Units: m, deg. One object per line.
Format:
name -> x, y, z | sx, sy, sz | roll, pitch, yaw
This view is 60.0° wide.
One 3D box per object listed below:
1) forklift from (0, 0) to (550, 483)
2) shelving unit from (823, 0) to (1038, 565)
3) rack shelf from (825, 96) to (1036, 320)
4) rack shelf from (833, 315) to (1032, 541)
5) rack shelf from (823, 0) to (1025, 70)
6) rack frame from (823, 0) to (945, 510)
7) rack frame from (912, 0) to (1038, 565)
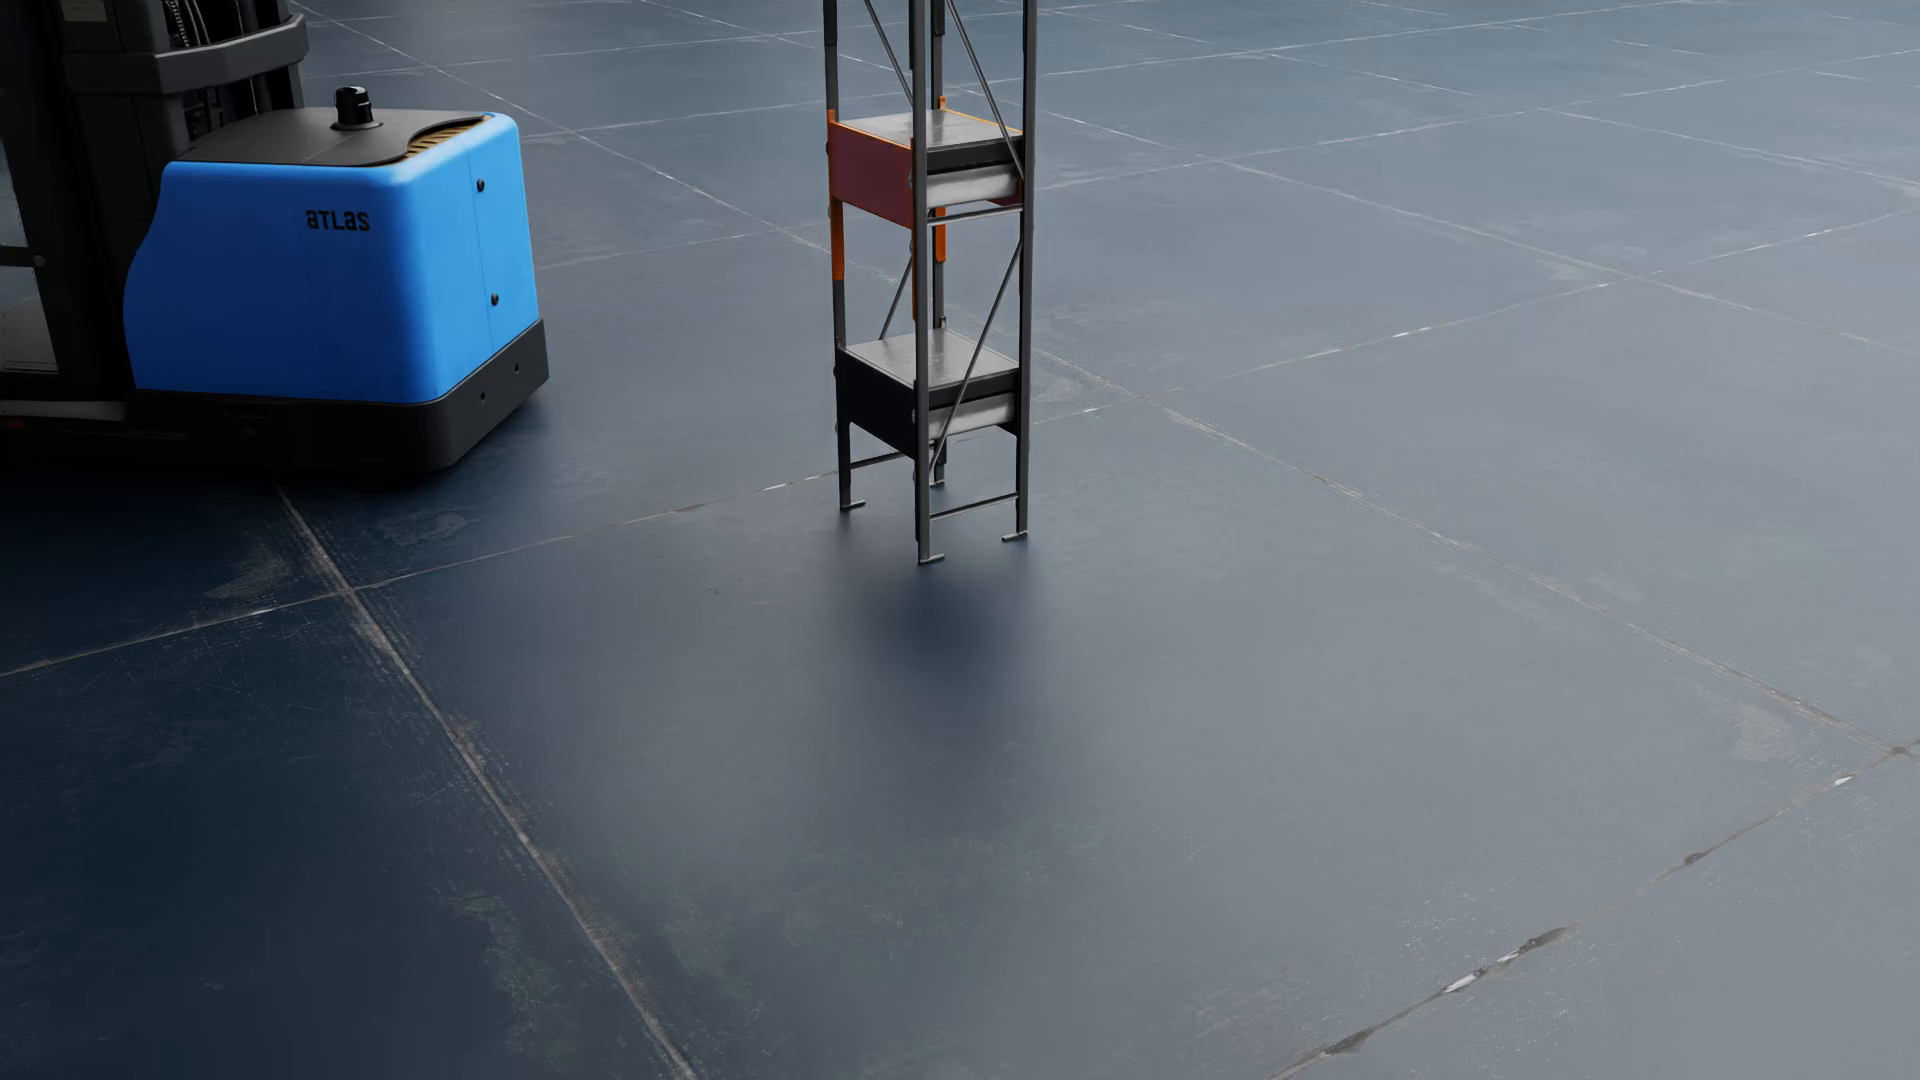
forklift -> -3.143, -1.798, 5.625 | 3.031, 2.935, 1.130 | 4, 26, 8
shelving unit -> -0.090, -1.009, 4.927 | 0.431, 2.100, 0.503 | -16, 29, -30
rack shelf -> -0.090, -0.996, 4.933 | 0.431, 0.518, 0.480 | -16, 29, -30
rack shelf -> -0.090, -0.363, 5.232 | 0.431, 0.518, 0.480 | -16, 29, -30
rack shelf -> -0.090, -1.629, 4.634 | 0.431, 0.518, 0.480 | -16, 29, -30
rack frame -> -0.224, -1.096, 5.112 | 0.400, 2.100, 0.015 | -16, 29, -30
rack frame -> 0.043, -0.921, 4.742 | 0.400, 2.100, 0.015 | -16, 29, -30
